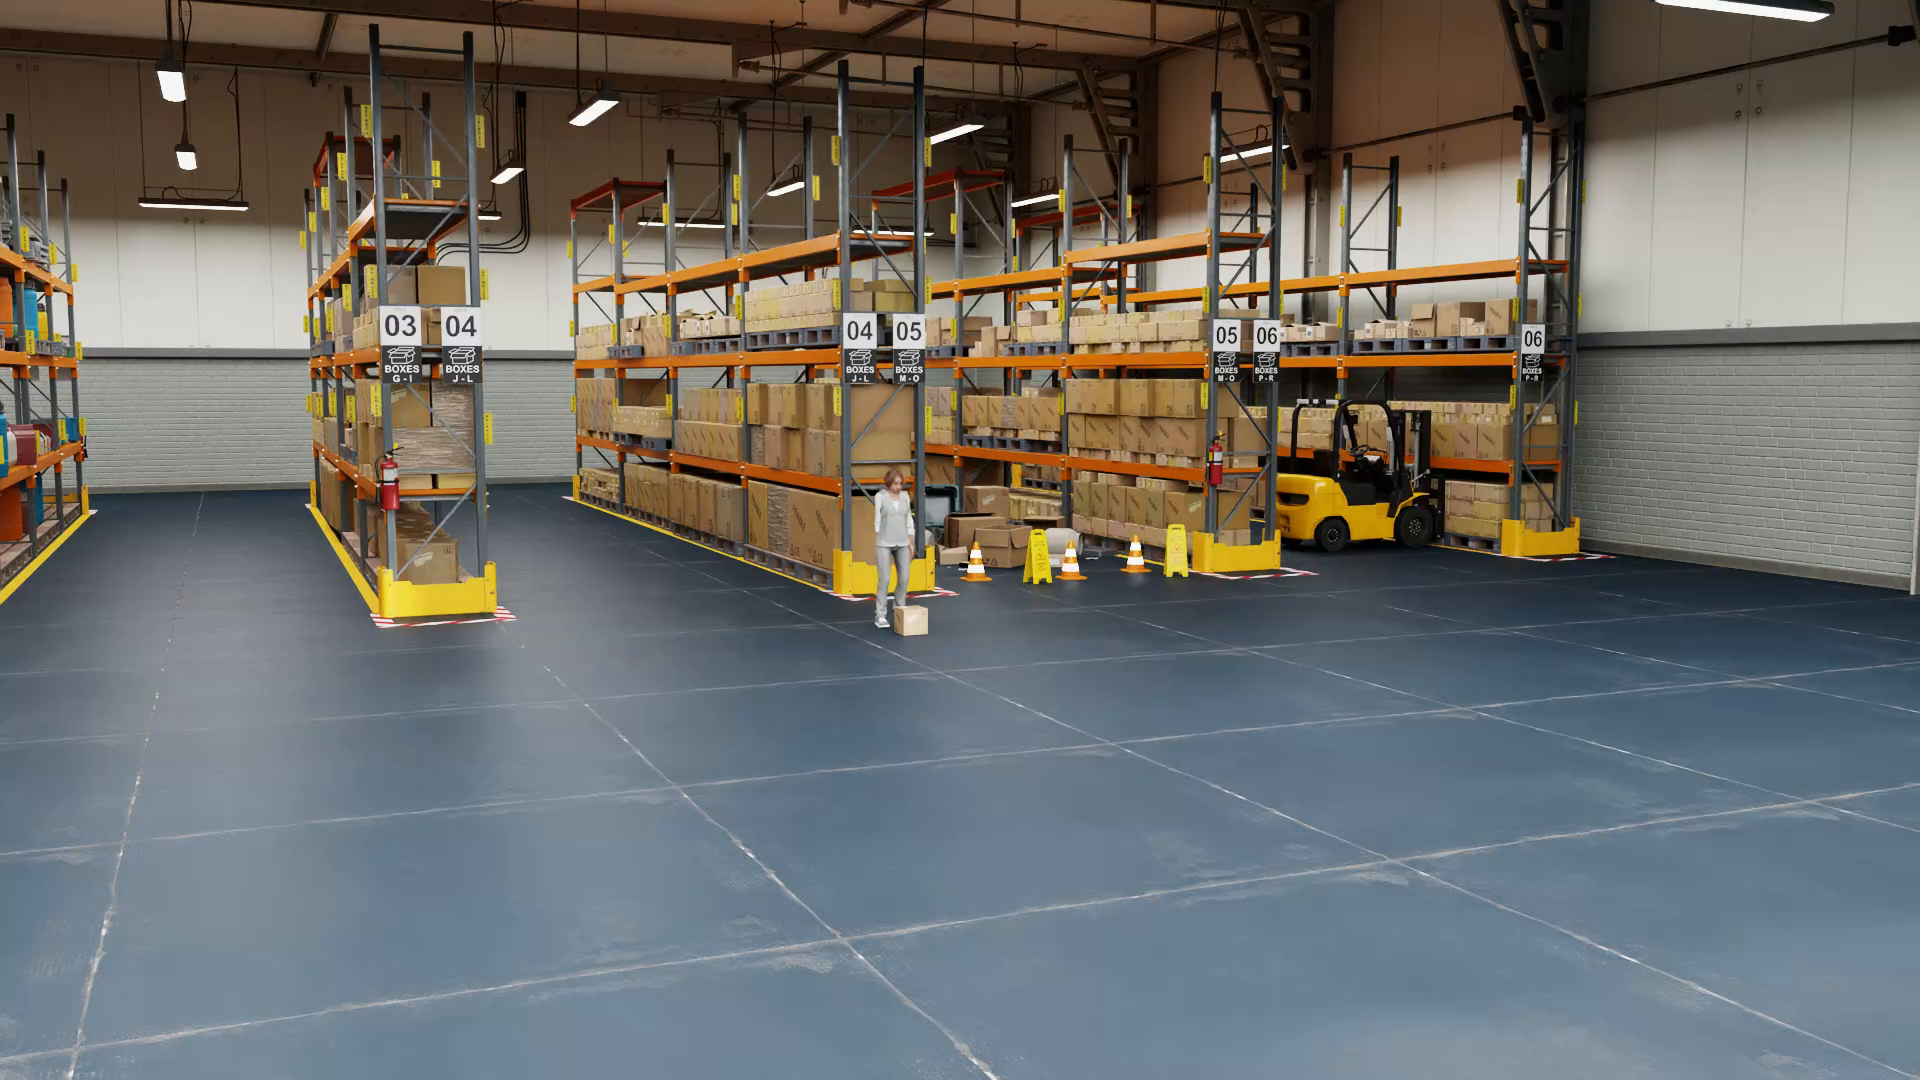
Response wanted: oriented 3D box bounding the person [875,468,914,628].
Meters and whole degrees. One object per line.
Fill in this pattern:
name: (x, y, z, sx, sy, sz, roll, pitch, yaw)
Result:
person: (-0.654, 0.140, 16.536, 0.409, 1.457, 0.300, -2, 6, -23)
